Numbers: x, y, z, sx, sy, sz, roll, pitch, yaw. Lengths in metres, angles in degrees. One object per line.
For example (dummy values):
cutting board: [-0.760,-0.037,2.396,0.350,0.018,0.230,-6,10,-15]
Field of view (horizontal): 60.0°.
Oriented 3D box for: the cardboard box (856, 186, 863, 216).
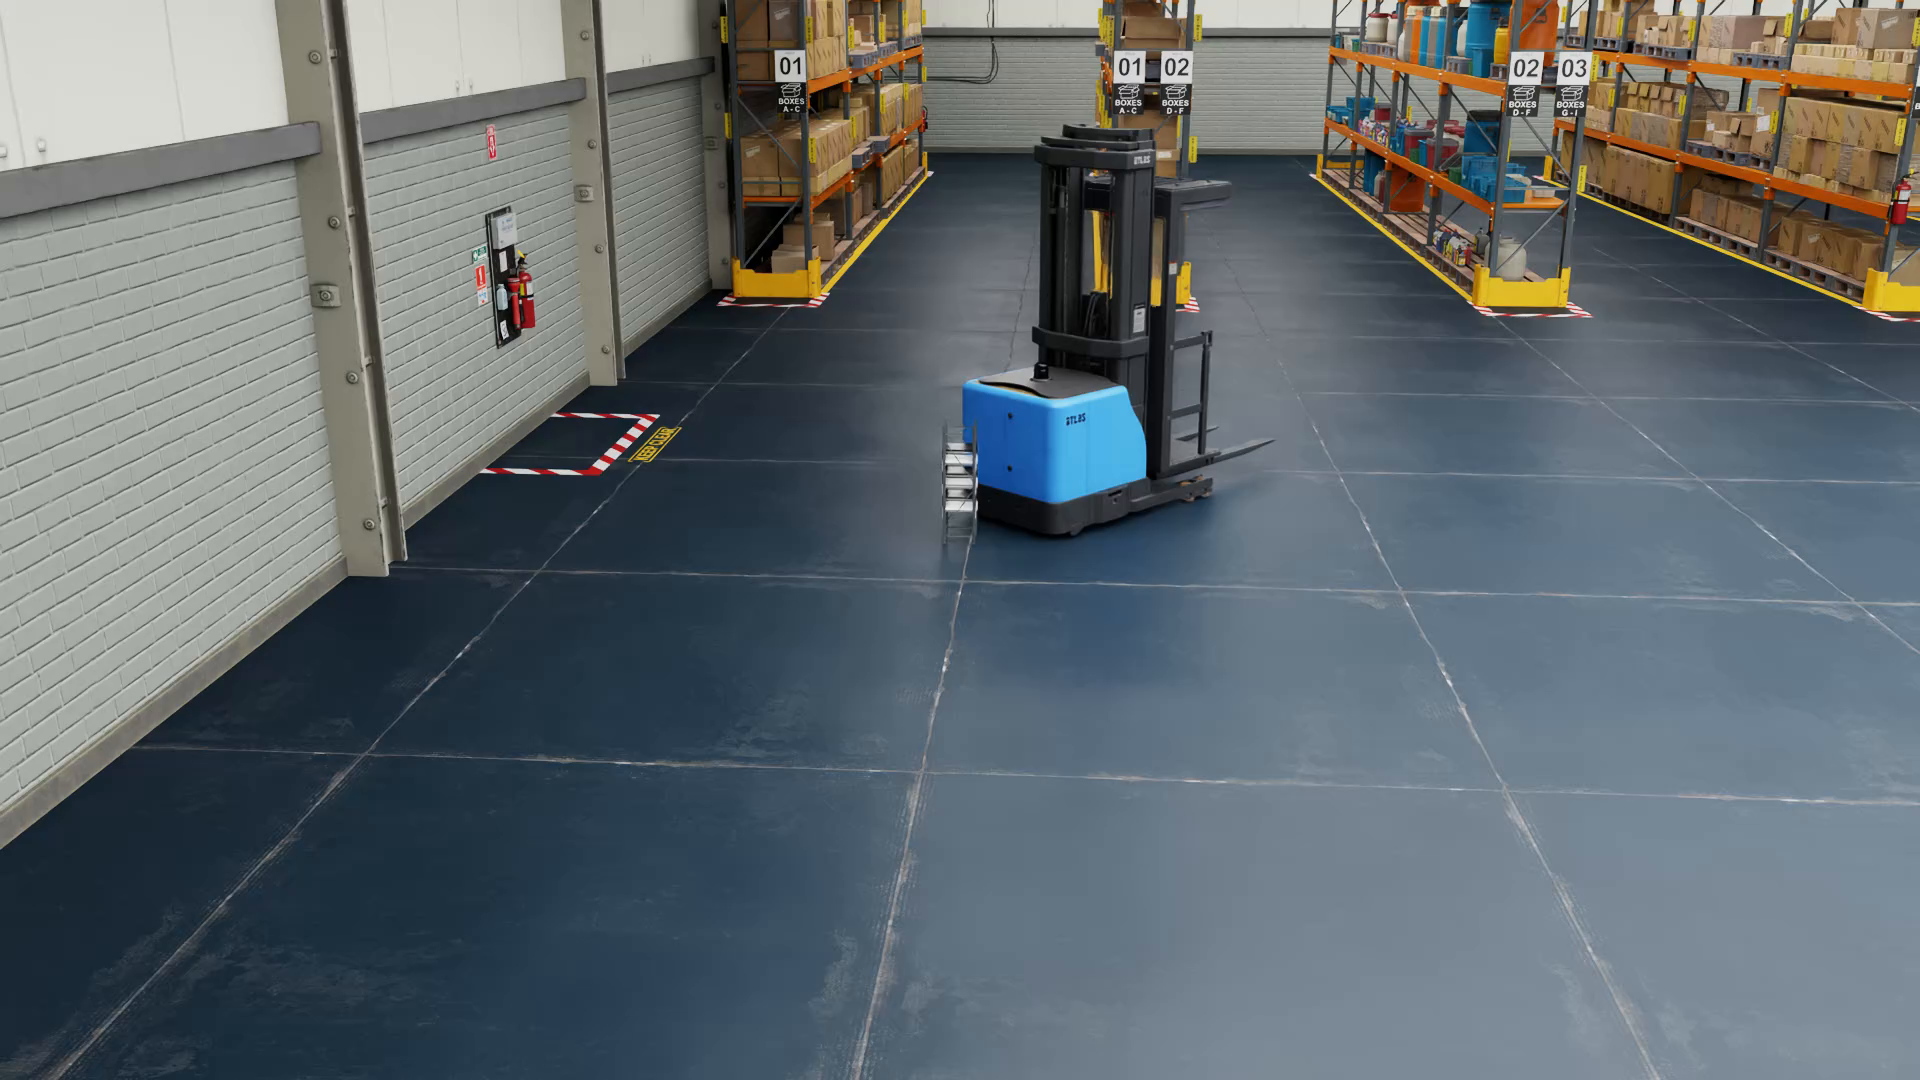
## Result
cardboard box: [-2.063,-5.848,28.762,0.700,0.500,0.500,1,18,4]

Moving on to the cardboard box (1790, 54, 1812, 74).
cardboard box: [12.336,-6.855,23.951,0.500,0.250,0.500,1,18,2]

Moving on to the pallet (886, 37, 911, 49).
pallet: [-1.555,-10.089,33.720,1.003,0.211,1.213,1,18,4]

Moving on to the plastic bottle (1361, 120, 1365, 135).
plastic bottle: [7.799,-7.957,32.096,0.097,0.271,0.097,0,18,0]

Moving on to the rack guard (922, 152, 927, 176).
rack guard: [-1.336,-8.513,37.602,1.175,0.500,0.348,1,18,4]

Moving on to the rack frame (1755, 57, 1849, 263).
rack frame: [12.624,-5.635,24.803,1.000,3.000,0.127,1,18,4]

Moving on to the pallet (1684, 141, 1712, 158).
pallet: [12.966,-6.563,27.942,1.213,0.211,1.003,1,18,4]

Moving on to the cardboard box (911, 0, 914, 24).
cardboard box: [-1.233,-10.938,34.370,0.500,0.500,0.500,1,18,4]

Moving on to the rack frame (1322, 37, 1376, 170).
rack frame: [8.544,-9.473,36.515,1.000,3.000,0.127,1,18,4]

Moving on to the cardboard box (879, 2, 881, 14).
cardboard box: [-1.818,-10.220,31.905,0.500,0.250,0.500,3,18,8]

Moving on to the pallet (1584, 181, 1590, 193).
pallet: [13.415,-7.409,34.695,1.003,0.211,1.213,1,18,4]

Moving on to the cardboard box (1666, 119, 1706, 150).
cardboard box: [12.699,-7.084,29.064,0.500,0.500,0.500,2,18,6]

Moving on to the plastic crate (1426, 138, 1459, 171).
plastic crate: [7.413,-5.933,25.611,0.402,0.464,0.583,1,18,4]

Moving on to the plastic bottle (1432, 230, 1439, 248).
plastic bottle: [7.224,-4.569,25.225,0.097,0.271,0.097,0,18,0]

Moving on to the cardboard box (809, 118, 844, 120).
cardboard box: [-2.127,-6.381,26.212,0.700,0.500,0.500,1,18,4]

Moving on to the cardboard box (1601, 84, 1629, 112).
cardboard box: [12.964,-8.695,32.700,0.500,0.500,0.500,2,18,5]

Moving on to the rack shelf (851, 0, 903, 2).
rack shelf: [-1.767,-10.149,30.743,1.077,0.370,4.000,1,18,4]

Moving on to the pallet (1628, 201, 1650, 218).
pallet: [13.133,-6.173,30.924,1.003,0.211,1.213,1,18,4]

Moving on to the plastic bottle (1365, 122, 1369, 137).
plastic bottle: [7.742,-7.795,31.582,0.061,0.283,0.133,1,18,4]

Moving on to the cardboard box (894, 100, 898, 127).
cardboard box: [-1.477,-8.186,31.919,0.500,0.500,0.500,1,18,4]

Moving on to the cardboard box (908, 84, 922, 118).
cardboard box: [-1.364,-9.678,36.659,0.980,0.700,0.700,2,18,6]

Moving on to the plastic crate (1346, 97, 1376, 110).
plastic crate: [8.706,-9.410,36.170,0.616,0.435,0.499,1,18,4]

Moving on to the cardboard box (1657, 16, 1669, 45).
cardboard box: [13.036,-9.187,29.984,0.797,0.503,0.637,1,18,3]

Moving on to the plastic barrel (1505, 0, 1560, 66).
plastic barrel: [7.305,-6.486,21.219,0.600,0.830,0.708,1,18,4]

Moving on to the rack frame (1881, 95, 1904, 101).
rack frame: [18.138,-7.978,31.953,1.000,3.000,0.127,1,18,4]

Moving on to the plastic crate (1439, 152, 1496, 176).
plastic crate: [7.520,-5.557,24.663,0.767,0.338,0.504,1,18,4]

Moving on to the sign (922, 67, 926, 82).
sign: [-0.797,-10.340,36.923,0.100,0.325,0.005,1,18,4]

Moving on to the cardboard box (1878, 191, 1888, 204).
cardboard box: [12.170,-4.444,21.572,0.380,0.149,0.250,1,18,4]

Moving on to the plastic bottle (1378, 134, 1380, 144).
plastic bottle: [7.659,-7.317,30.256,0.097,0.201,0.097,0,18,0]

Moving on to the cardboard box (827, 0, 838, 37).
cardboard box: [-2.019,-7.430,23.665,0.500,0.500,0.500,1,18,2]

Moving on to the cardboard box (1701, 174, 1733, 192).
cardboard box: [12.893,-6.046,28.162,0.500,0.250,0.500,2,18,6]

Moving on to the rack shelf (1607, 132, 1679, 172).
rack shelf: [13.054,-7.157,30.603,1.077,0.370,4.000,1,18,4]

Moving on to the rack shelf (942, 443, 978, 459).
rack shelf: [0.001,-0.655,12.217,0.258,0.077,0.200,1,18,4]

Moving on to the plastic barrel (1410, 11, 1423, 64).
plastic barrel: [7.648,-8.164,27.015,0.600,0.830,0.708,1,18,4]

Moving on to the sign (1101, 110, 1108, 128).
sign: [2.202,-6.379,25.342,0.100,0.325,0.005,1,18,4]

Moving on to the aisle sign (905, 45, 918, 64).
aisle sign: [-1.033,-10.945,36.833,0.394,0.787,0.004,1,18,4]

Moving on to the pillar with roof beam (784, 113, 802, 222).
pillar with roof beam: [1.427,-9.580,27.207,9.100,9.000,0.400,1,18,4]

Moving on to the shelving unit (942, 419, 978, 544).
shelving unit: [0.001,-0.430,12.291,0.258,0.900,0.210,1,18,4]

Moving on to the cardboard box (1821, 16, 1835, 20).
cardboard box: [18.046,-10.744,34.376,0.380,0.149,0.250,1,18,4]

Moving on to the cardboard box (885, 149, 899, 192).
cardboard box: [-1.602,-7.149,32.200,0.750,0.750,0.750,2,18,6]

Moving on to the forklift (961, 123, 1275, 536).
forklift: [1.409,-1.796,13.198,3.031,2.935,1.130,-17,25,-42]

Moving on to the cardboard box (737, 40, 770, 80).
cardboard box: [-2.707,-6.342,21.951,0.500,0.500,0.500,3,18,8]

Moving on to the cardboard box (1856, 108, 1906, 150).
cardboard box: [12.160,-5.389,21.807,0.500,0.500,0.500,1,18,4]

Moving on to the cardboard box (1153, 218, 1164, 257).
cardboard box: [2.751,-4.181,22.904,0.500,0.500,0.500,1,18,4]

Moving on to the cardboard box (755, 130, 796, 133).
cardboard box: [-2.584,-5.487,23.356,0.500,0.500,0.500,1,18,2]

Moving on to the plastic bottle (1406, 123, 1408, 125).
plastic bottle: [8.489,-7.772,31.523,0.152,0.276,0.135,1,18,4]

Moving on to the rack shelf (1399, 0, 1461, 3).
rack shelf: [7.827,-8.686,26.277,1.077,0.370,4.000,1,18,4]

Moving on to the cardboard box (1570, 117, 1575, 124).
cardboard box: [13.058,-8.821,34.929,0.380,0.149,0.250,1,18,3]

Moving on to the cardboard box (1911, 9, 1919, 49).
cardboard box: [12.713,-6.700,21.794,0.500,0.500,0.500,1,18,4]

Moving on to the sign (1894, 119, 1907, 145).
sign: [11.785,-5.112,20.839,0.100,0.325,0.005,1,18,4]

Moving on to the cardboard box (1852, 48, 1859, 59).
cardboard box: [12.213,-6.518,22.280,0.380,0.149,0.250,0,18,1]

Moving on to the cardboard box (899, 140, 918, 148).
cardboard box: [-1.133,-8.671,36.366,0.380,0.149,0.250,2,18,5]
